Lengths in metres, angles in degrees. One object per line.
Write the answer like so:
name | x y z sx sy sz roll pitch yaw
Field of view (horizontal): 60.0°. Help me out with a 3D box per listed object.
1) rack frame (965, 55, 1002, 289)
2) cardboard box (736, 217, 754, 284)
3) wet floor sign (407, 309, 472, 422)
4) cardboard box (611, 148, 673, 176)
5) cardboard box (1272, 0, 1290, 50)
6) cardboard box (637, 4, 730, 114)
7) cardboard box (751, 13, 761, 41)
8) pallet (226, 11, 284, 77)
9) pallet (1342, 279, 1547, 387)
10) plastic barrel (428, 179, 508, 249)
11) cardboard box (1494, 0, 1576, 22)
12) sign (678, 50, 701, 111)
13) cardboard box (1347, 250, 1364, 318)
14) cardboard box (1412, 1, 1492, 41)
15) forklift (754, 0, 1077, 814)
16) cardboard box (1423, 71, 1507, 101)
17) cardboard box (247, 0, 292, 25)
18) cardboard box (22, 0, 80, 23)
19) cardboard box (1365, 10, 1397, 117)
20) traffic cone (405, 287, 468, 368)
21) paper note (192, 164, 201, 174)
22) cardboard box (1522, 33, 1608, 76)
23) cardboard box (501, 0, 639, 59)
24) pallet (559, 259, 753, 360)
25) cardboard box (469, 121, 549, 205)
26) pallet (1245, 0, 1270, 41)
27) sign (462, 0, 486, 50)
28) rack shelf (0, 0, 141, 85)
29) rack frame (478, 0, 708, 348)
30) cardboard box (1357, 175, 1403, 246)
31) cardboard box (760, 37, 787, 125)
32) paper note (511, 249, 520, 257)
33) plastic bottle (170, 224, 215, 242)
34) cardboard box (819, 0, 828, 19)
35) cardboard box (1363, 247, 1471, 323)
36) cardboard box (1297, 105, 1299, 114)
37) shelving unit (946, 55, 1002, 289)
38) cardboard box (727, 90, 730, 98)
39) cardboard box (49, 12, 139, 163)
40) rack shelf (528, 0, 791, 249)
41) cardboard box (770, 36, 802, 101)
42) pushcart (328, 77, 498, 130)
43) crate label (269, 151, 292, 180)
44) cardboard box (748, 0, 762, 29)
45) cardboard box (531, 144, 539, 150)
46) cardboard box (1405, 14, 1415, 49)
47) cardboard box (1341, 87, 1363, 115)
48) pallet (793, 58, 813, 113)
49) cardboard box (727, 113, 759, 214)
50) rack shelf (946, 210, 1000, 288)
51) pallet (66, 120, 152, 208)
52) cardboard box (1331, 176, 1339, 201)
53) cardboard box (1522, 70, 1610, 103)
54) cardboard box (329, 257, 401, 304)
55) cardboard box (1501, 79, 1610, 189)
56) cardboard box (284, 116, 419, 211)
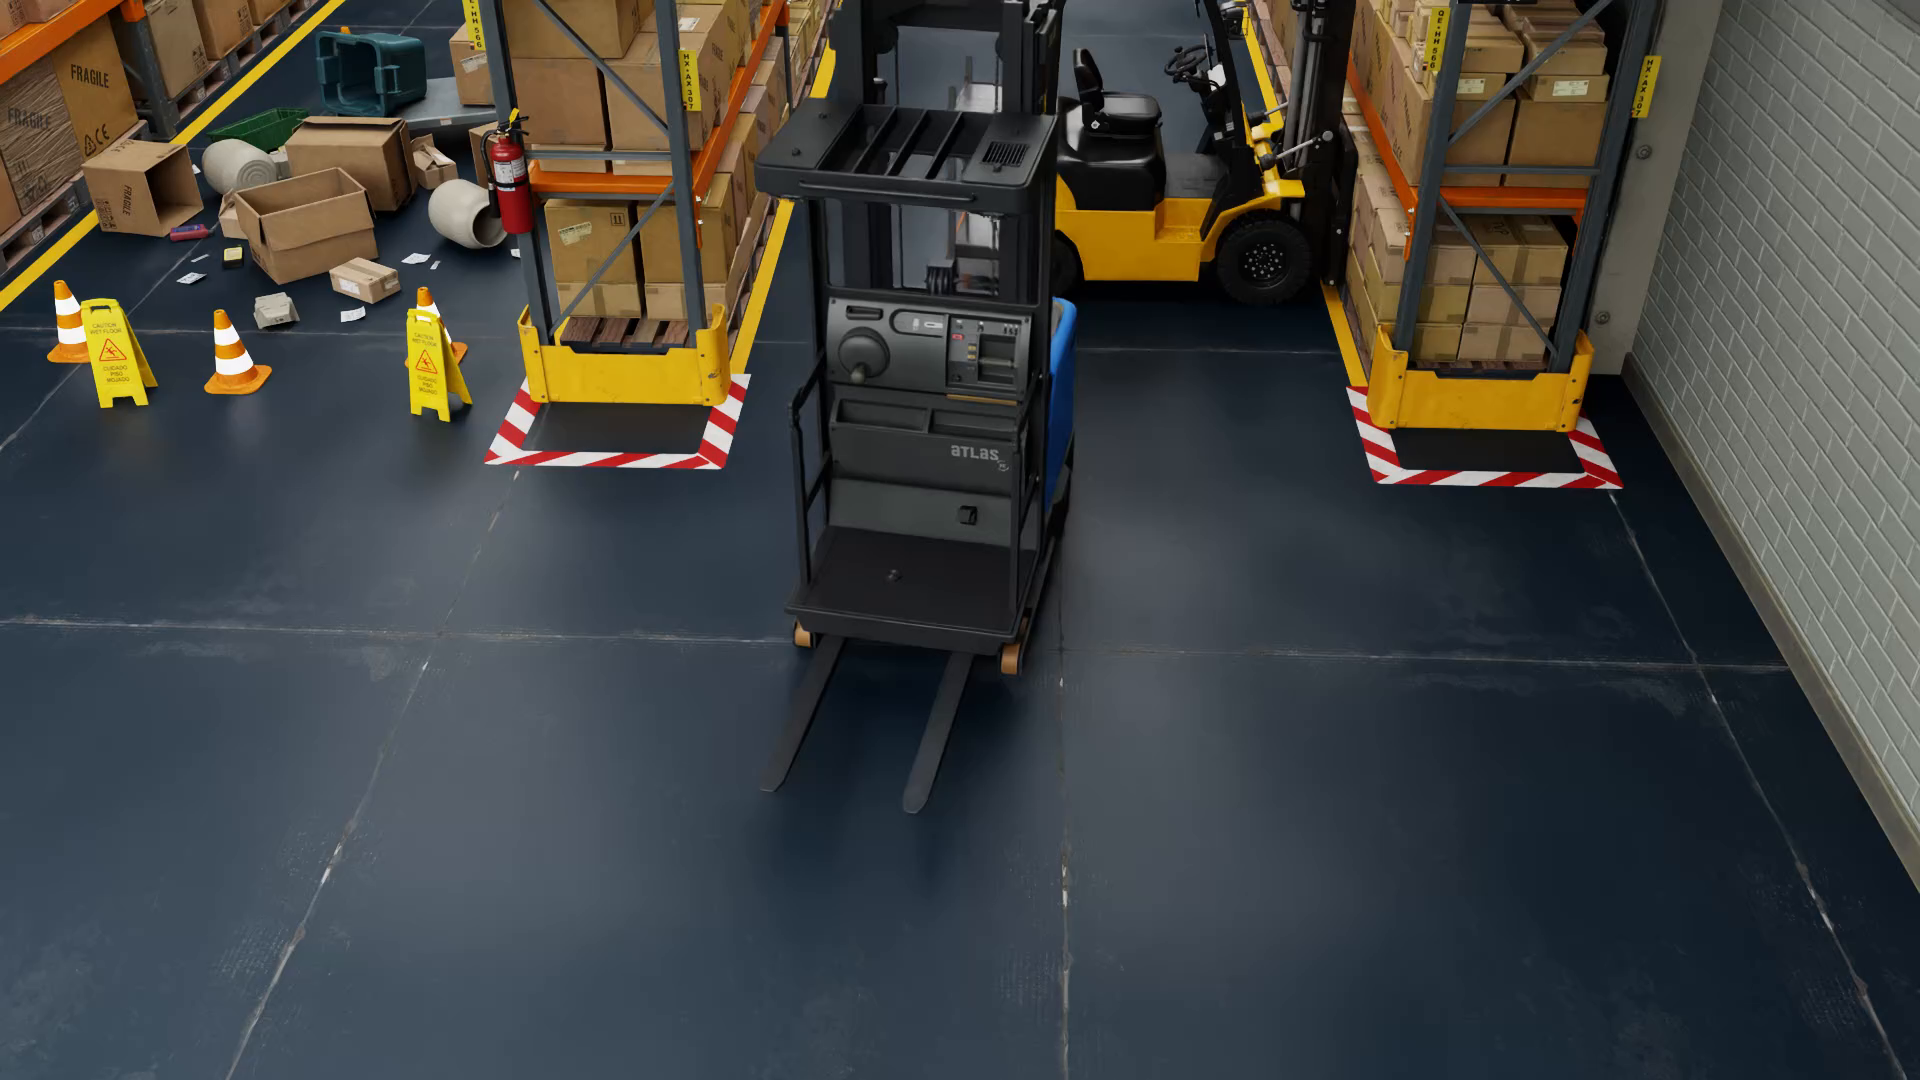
rack frame | 0.222 -1.616 9.168 0.400 2.100 0.015 6 34 8
cardboard box | -1.637 -1.884 10.794 0.500 0.250 0.500 3 35 4
wet floor sign | -3.050 -1.039 9.613 0.267 0.644 0.232 13 37 18
cardboard box | -1.753 -2.175 9.400 0.380 0.149 0.250 1 35 2
cardboard box | 3.224 -4.650 14.404 0.875 0.625 0.625 0 35 0
cardboard box | -1.660 -2.813 9.744 0.500 0.500 0.500 2 35 3
cardboard box | -1.559 -3.507 11.295 0.380 0.149 0.250 1 35 1
pallet | -6.761 -4.448 14.841 1.003 0.211 1.213 1 35 2
pallet | 2.975 -1.274 10.325 1.003 0.211 1.213 1 35 2
plastic barrel | -3.403 -2.255 11.536 0.512 0.421 0.421 28 44 33
cardboard box | 3.279 -3.034 9.494 0.380 0.149 0.250 2 35 2
sign | -1.431 -2.429 8.790 0.100 0.325 0.005 1 35 2
cardboard box | 2.719 -1.584 10.367 0.500 0.250 0.500 1 35 2
cardboard box | 2.753 -2.906 9.313 0.380 0.149 0.250 2 35 3
forklift | -0.184 -0.802 7.287 1.130 2.935 3.031 7 36 10
cardboard box | 2.720 -2.486 8.974 0.380 0.149 0.250 2 35 3
cardboard box | -6.748 -5.141 14.993 1.050 0.750 0.750 2 35 3
cardboard box | -6.765 -3.974 11.611 0.875 0.550 0.550 1 35 2
cardboard box | 2.794 -2.896 10.121 0.500 0.500 0.500 1 35 1
traffic cone | -3.245 -1.326 10.180 0.336 0.463 0.334 1 35 2
paper note | -5.885 -2.820 12.681 0.147 0.020 0.142 -24 42 -30
cardboard box | 3.213 -2.590 8.863 0.380 0.149 0.250 1 35 1
cardboard box | -2.171 -2.957 9.079 0.700 0.500 0.500 1 35 1
pallet | -1.902 -1.456 10.583 1.003 0.211 1.213 1 35 2
cardboard box | -3.215 -2.779 12.213 0.500 0.500 0.500 28 44 33
pallet | 3.236 -4.958 15.566 1.003 0.211 1.213 1 35 2
sign | -2.527 -2.714 8.667 0.100 0.325 0.005 1 35 2
rack shelf | -6.843 -2.998 10.978 1.077 0.370 4.000 1 35 2
rack frame | -1.973 -2.087 9.056 1.000 3.000 0.127 1 35 2
cardboard box | 2.708 -1.996 10.083 0.500 0.250 0.500 2 35 3
cardboard box | -1.568 -3.393 12.288 0.500 0.500 0.500 1 35 1
paper note | -3.031 -1.996 11.509 0.142 0.019 0.148 -10 36 -14
plastic bottle | -5.413 -2.172 11.733 0.283 0.061 0.133 -10 36 -14
cardboard box | -1.706 -5.031 15.166 0.950 0.372 0.625 1 35 1
cardboard box | 2.694 -1.513 9.831 0.500 0.250 0.500 1 35 1
cardboard box | 2.797 -3.049 12.452 0.500 0.250 0.500 2 35 2
shelving unit | 0.180 -1.482 8.968 0.431 2.100 0.503 6 34 8
cardboard box | -1.632 -2.765 10.239 0.380 0.149 0.250 2 35 3
cardboard box | -6.858 -3.384 12.385 0.875 0.875 0.875 2 35 3
rack shelf | -1.893 -2.942 10.898 1.077 0.370 4.000 1 35 2
cardboard box | -1.794 -3.783 13.390 0.950 0.372 0.625 2 35 2
pushcart | -4.093 -3.336 13.114 1.648 0.377 0.936 -10 36 -14
crate label | -5.189 -2.849 12.630 0.298 0.136 0.250 -24 42 -30
cardboard box | -1.612 -3.693 10.995 0.500 0.500 0.500 2 35 3
cardboard box | -2.273 -2.352 9.652 0.380 0.149 0.250 1 35 1
cardboard box | 2.794 -2.924 9.596 0.380 0.149 0.250 1 35 2
cardboard box | 2.775 -2.878 11.339 0.500 0.250 0.500 2 35 3
pallet | -1.783 -3.692 13.765 1.003 0.211 1.213 1 35 2
cardboard box | -1.619 -2.500 11.018 0.500 0.500 0.500 2 35 3
rack shelf | 0.180 -1.471 8.976 0.431 0.518 0.480 6 34 8
pallet | -6.872 -2.865 12.589 1.003 0.211 1.213 1 35 2
cardboard box | 2.748 -2.385 11.072 0.500 0.250 0.500 1 35 2
cardboard box | 3.259 -2.470 8.950 0.380 0.149 0.250 0 35 1
cardboard box | -3.939 -1.720 11.013 0.380 0.149 0.250 20 40 26
cardboard box | 3.284 -2.294 9.263 0.500 0.500 0.500 2 35 3
cardboard box | -4.403 -2.726 12.019 0.797 0.637 0.503 1 35 2
